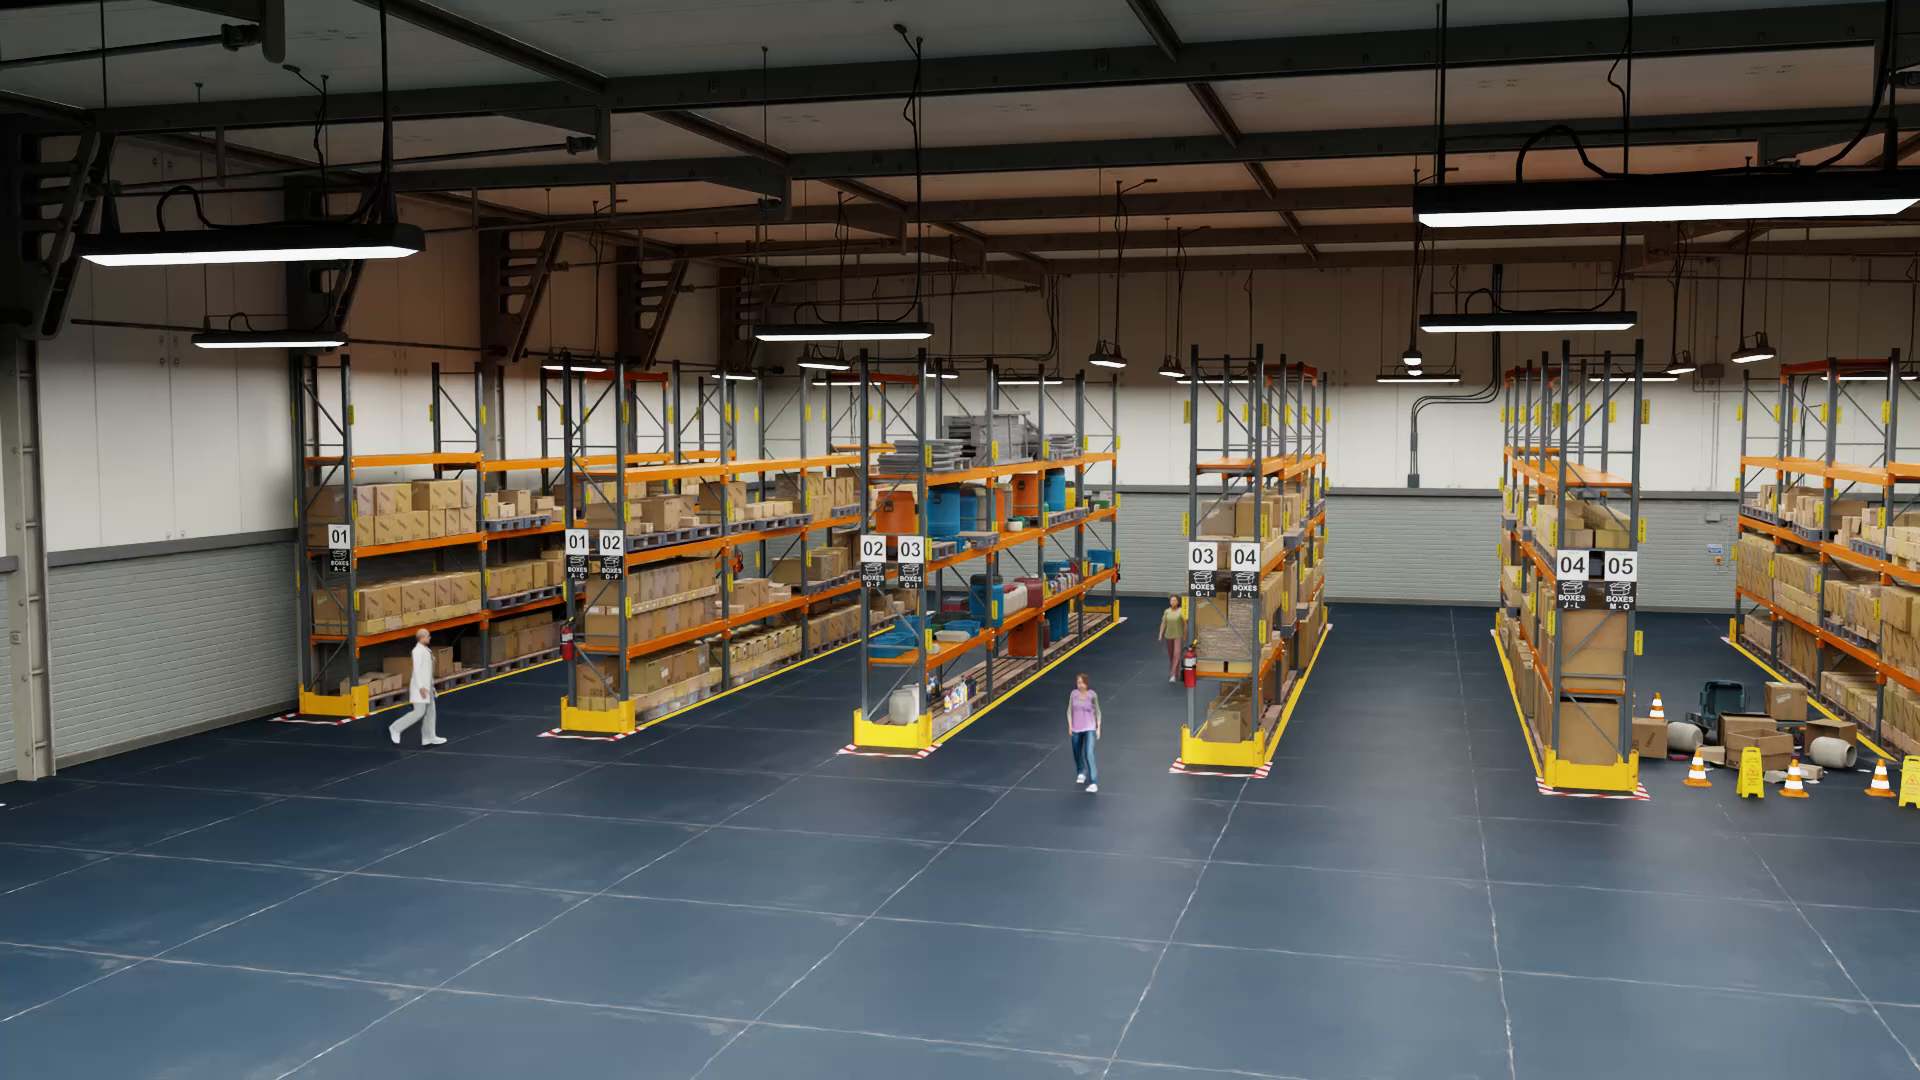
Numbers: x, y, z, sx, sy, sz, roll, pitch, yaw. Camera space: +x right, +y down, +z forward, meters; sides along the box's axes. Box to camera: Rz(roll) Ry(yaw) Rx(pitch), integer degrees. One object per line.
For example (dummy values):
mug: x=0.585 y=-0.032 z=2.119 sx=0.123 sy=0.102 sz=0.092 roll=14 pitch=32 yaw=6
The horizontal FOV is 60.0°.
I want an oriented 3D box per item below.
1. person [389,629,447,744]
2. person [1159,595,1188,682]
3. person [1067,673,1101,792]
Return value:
person: x=-8.202 y=2.219 z=25.095 sx=0.810 sy=1.770 sz=0.592 roll=0 pitch=4 yaw=-2
person: x=4.017 y=1.828 z=31.297 sx=0.515 sy=1.604 sz=1.060 roll=1 pitch=5 yaw=18
person: x=1.685 y=2.555 z=22.297 sx=0.488 sy=1.550 sz=0.740 roll=2 pitch=5 yaw=27
